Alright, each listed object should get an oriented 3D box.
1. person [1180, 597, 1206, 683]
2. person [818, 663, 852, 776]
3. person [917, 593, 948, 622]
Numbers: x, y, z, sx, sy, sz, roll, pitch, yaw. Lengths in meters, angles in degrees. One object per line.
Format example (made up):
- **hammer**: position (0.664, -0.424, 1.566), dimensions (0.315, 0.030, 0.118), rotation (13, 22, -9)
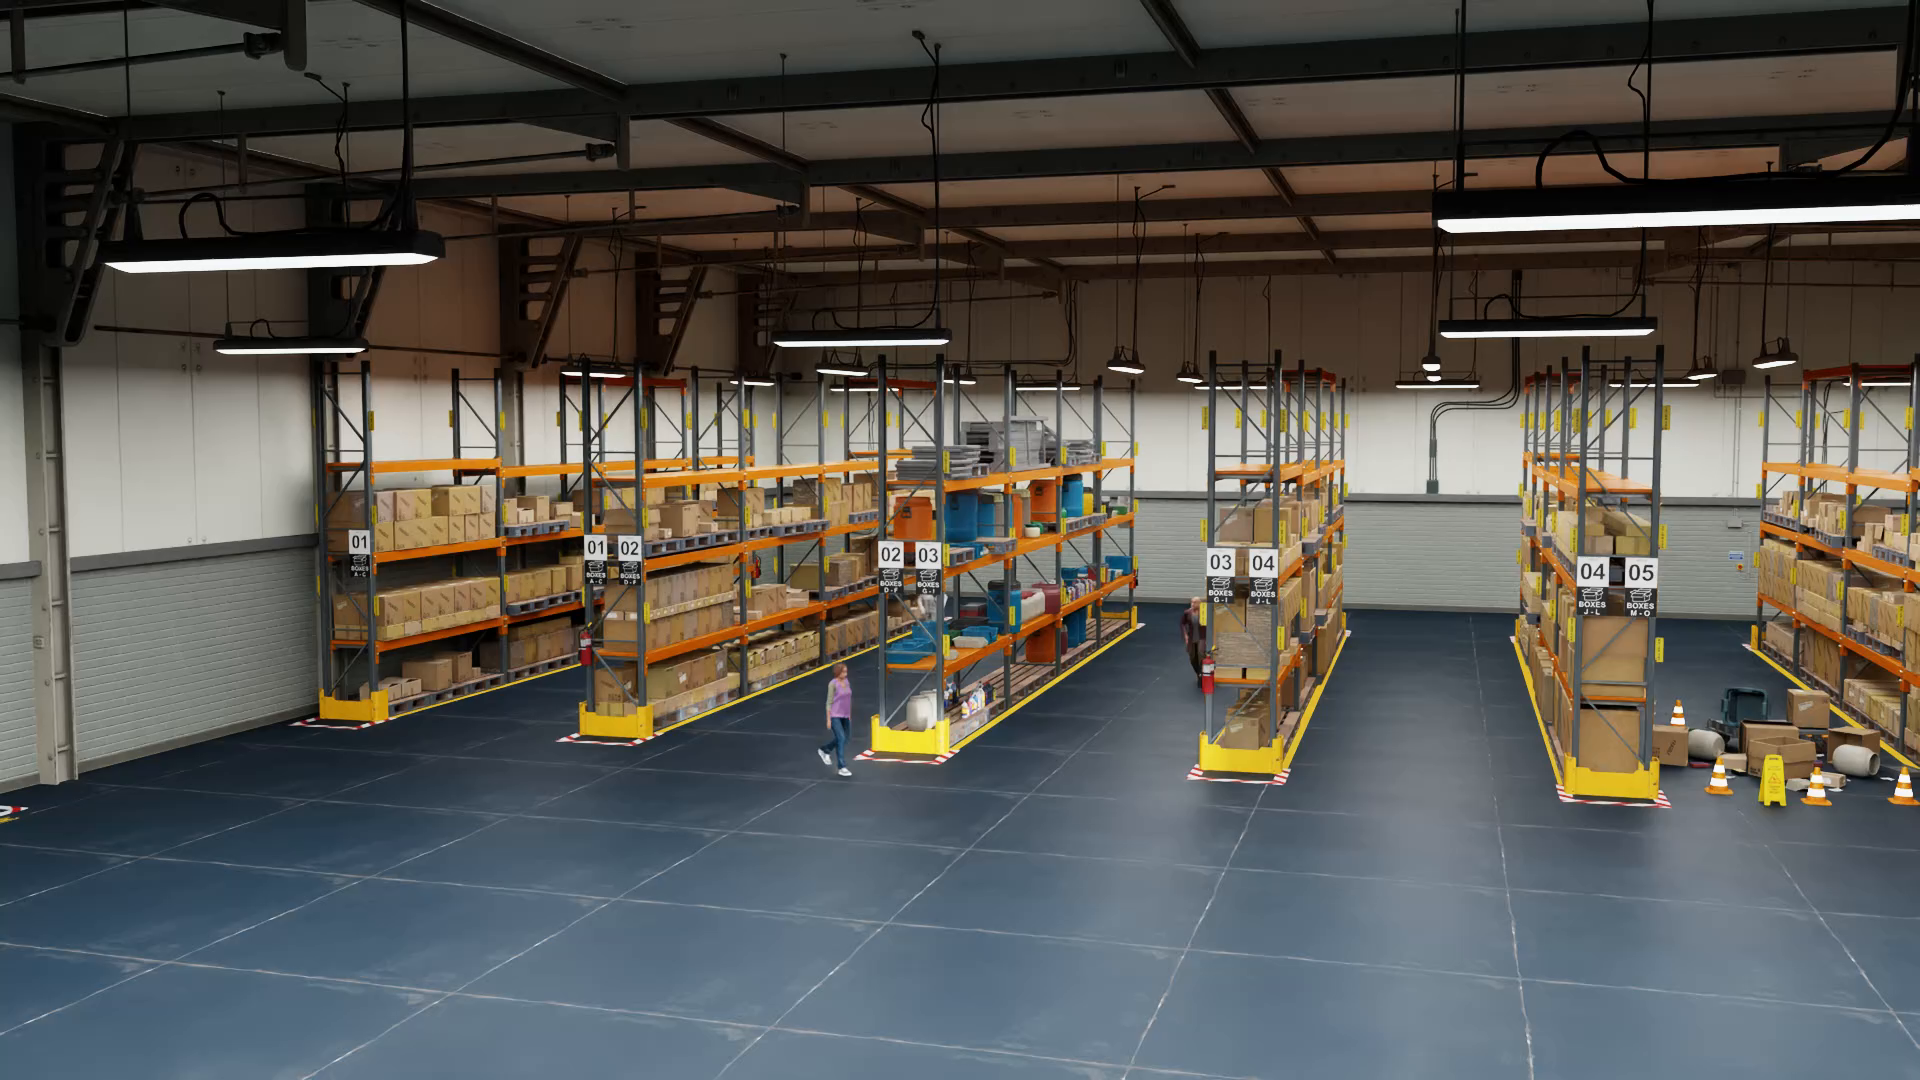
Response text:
- **person**: position (4.570, 1.903, 31.718), dimensions (0.751, 1.687, 0.642), rotation (2, 5, 26)
- **person**: position (-1.746, 2.518, 23.681), dimensions (0.779, 1.566, 0.455), rotation (3, 5, 40)
- **person**: position (-0.601, 1.587, 36.677), dimensions (0.616, 1.603, 0.702), rotation (2, 5, 26)
